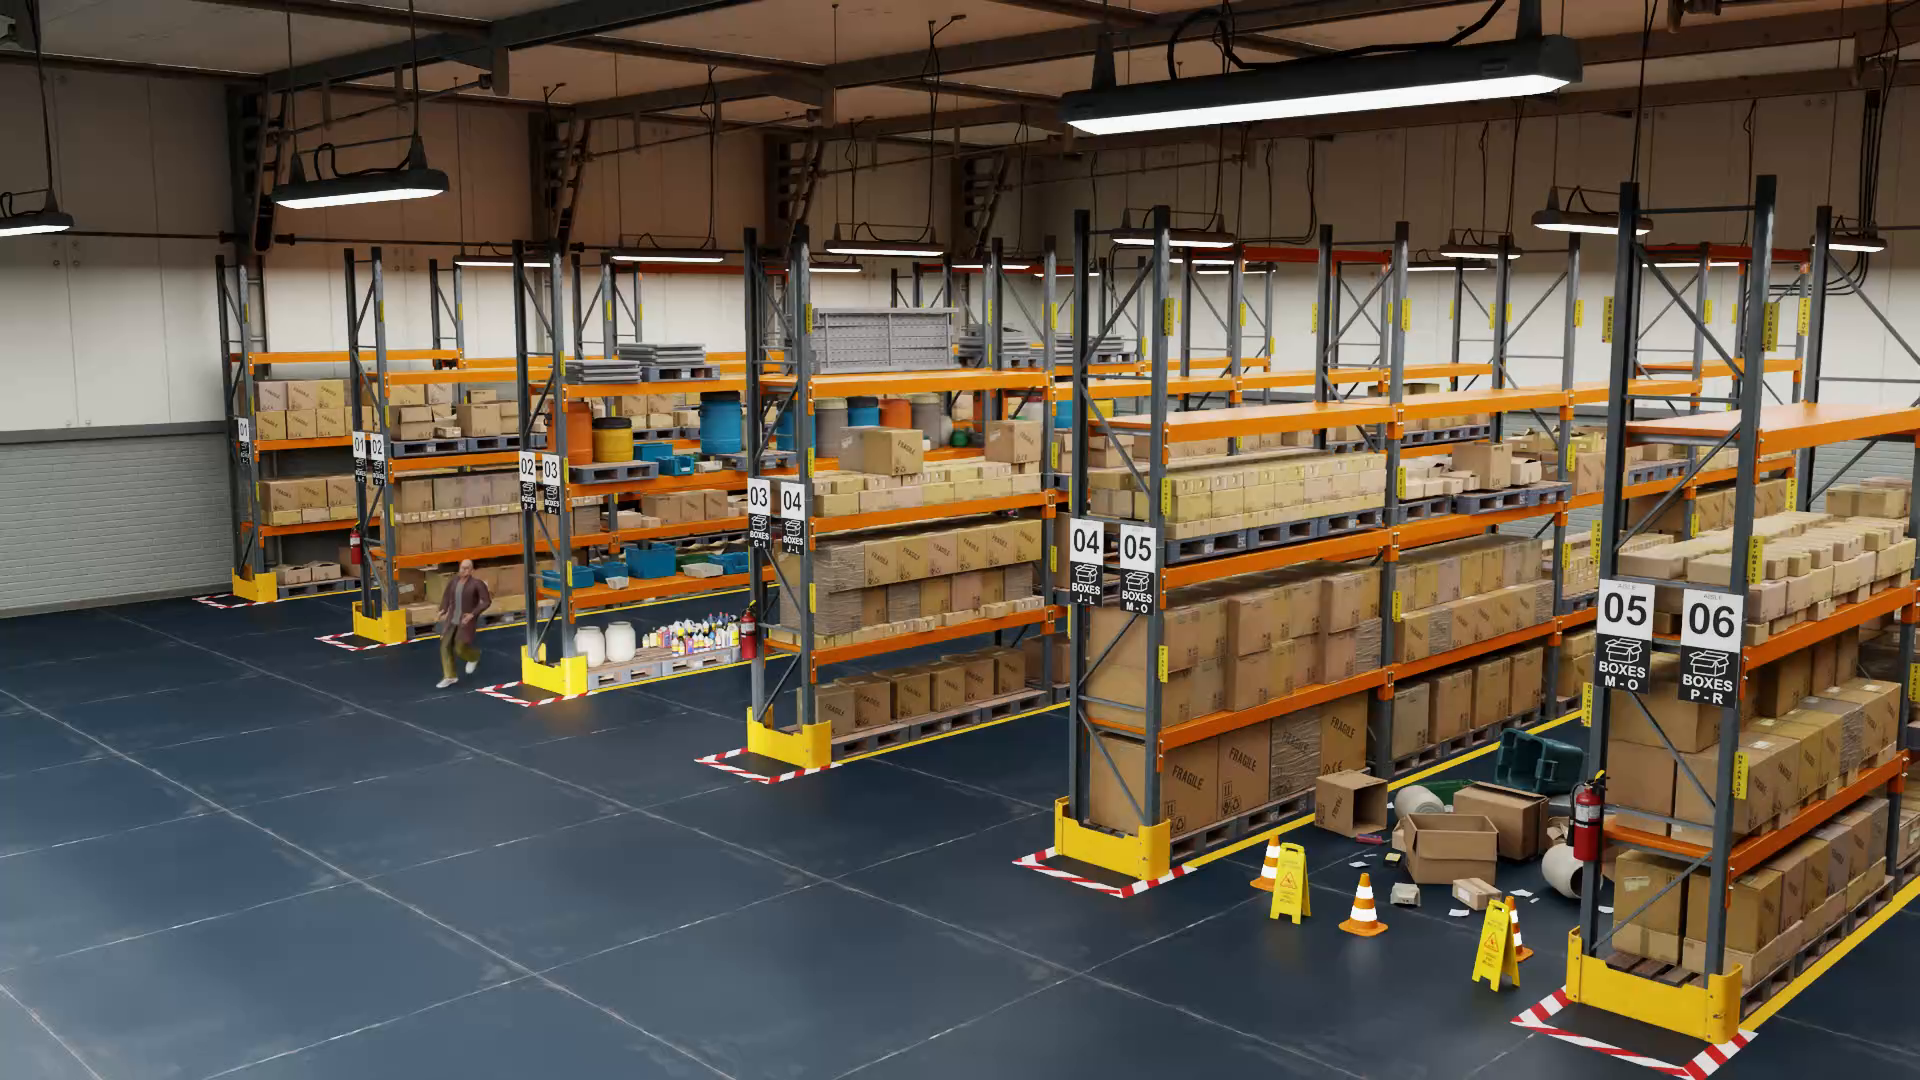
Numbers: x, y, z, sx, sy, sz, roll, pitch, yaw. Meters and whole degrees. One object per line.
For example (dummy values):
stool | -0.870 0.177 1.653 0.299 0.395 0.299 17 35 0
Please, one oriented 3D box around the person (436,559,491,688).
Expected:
person | -6.746 1.119 22.693 0.763 1.740 0.796 3 9 18
